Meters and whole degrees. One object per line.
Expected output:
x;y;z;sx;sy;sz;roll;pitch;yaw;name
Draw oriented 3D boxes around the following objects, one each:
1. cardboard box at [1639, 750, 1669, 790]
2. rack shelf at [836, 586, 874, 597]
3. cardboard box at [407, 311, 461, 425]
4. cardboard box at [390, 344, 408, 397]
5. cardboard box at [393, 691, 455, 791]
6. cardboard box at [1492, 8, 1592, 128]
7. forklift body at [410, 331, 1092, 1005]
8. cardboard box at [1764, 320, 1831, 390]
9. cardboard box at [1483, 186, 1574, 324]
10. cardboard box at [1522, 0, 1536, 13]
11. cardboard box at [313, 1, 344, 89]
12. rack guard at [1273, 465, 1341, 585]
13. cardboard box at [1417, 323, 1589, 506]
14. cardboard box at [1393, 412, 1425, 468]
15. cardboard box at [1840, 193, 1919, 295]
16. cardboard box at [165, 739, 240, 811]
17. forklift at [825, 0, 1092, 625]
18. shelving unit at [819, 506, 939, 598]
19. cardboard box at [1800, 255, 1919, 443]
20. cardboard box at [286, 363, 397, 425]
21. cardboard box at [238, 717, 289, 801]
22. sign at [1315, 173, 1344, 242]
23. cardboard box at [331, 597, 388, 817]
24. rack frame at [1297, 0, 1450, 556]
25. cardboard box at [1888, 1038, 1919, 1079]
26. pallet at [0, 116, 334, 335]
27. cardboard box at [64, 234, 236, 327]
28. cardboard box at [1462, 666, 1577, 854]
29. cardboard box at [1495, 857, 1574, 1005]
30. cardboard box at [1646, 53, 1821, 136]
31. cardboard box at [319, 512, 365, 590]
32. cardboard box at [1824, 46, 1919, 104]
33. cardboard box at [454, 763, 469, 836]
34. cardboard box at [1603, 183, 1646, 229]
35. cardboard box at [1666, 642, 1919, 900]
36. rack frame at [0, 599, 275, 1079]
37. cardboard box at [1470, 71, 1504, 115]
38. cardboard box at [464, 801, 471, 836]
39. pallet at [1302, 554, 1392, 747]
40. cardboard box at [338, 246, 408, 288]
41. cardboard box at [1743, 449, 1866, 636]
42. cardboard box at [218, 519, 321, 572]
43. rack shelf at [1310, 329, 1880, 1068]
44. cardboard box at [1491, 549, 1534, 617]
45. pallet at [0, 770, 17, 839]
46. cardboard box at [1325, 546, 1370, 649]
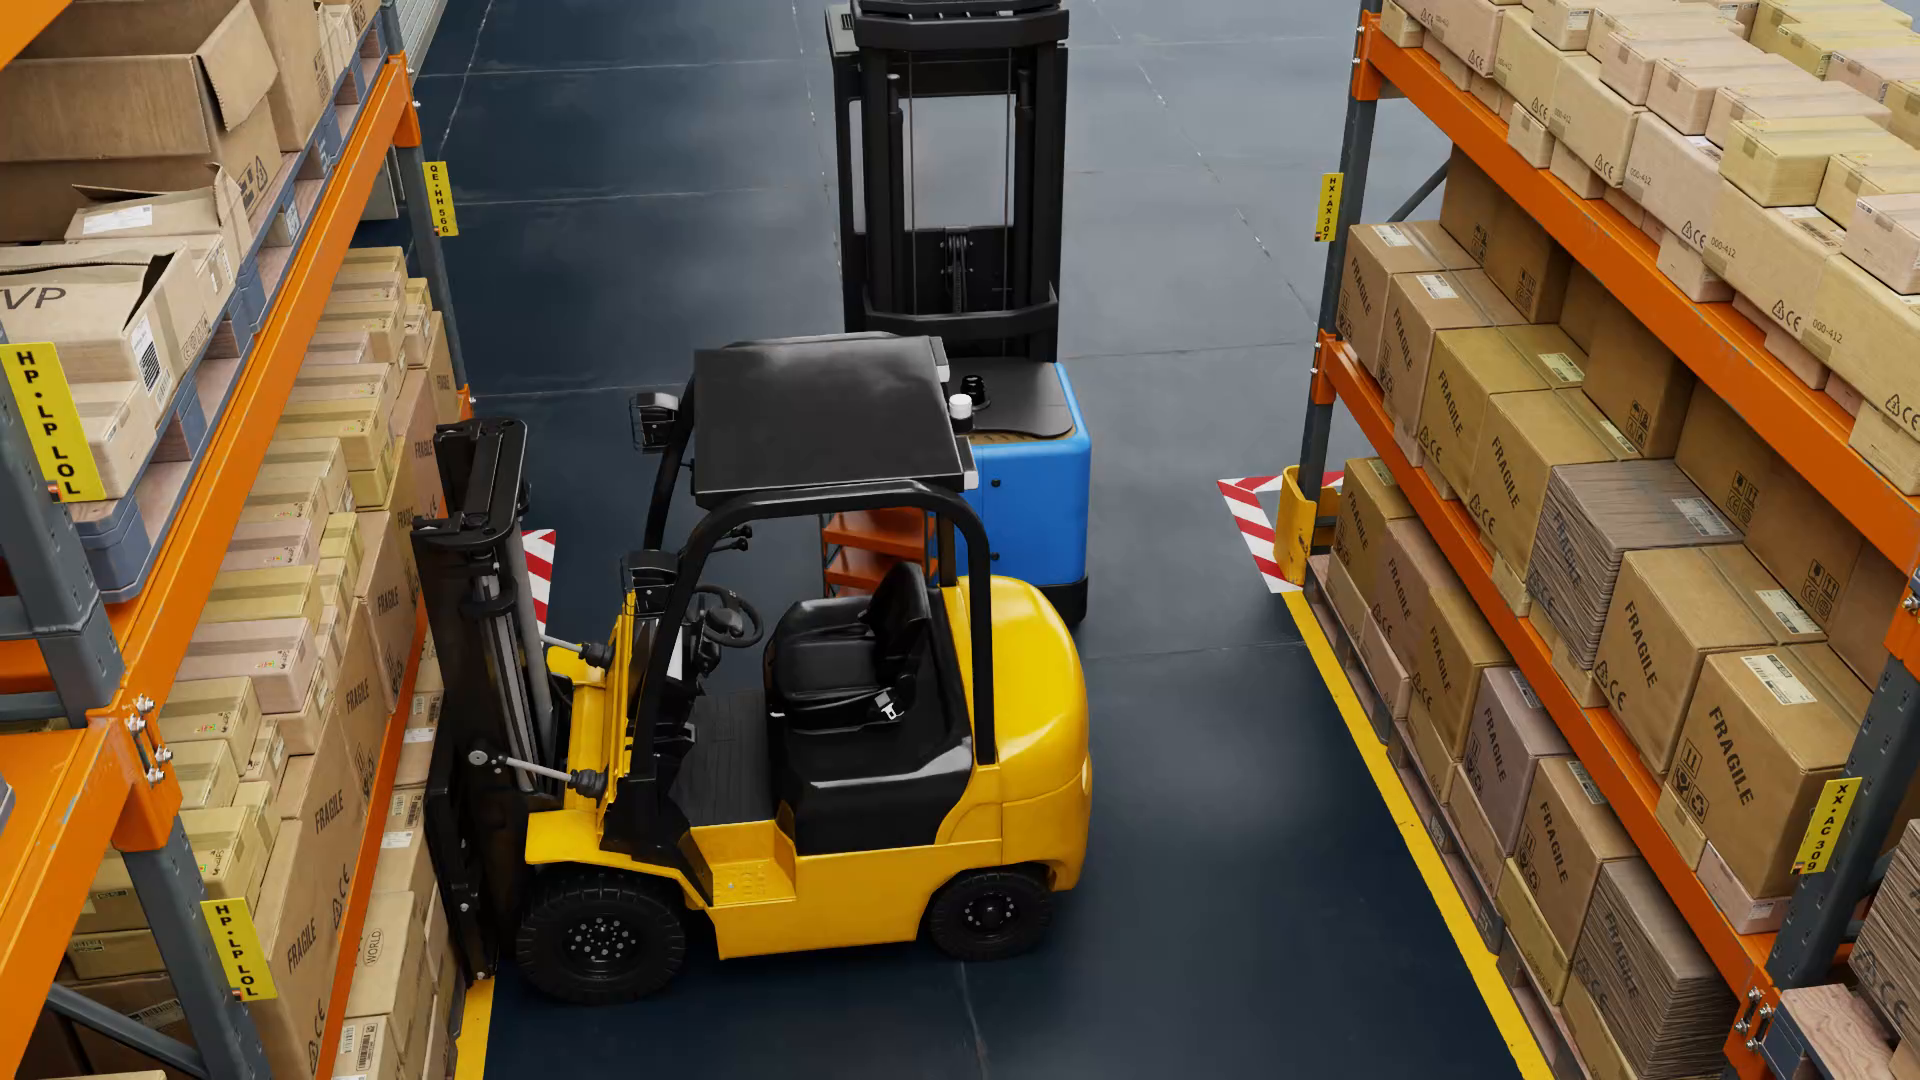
2.405;0.702;5.279;0.380;0.149;0.250;-4;34;-6;cardboard box
-0.343;0.329;7.670;0.480;0.148;0.258;10;36;15;rack shelf
-2.381;-0.596;6.872;0.500;0.500;0.500;-5;35;-7;cardboard box
-2.345;-0.657;6.385;0.380;0.149;0.250;-4;34;-5;cardboard box
-2.124;0.822;6.061;0.500;0.250;0.500;-5;35;-7;cardboard box
2.166;-1.619;5.668;0.500;0.250;0.500;-3;34;-5;cardboard box
-0.645;0.461;6.163;2.313;2.155;1.214;-4;35;-6;forklift body
2.399;-0.533;4.427;0.380;0.149;0.250;-4;34;-6;cardboard box
2.556;-1.213;6.626;0.700;0.500;0.500;-4;34;-6;cardboard box
2.166;-1.879;5.695;0.380;0.149;0.250;-5;35;-7;cardboard box
-2.261;-1.627;5.469;0.396;0.266;0.258;-4;35;-6;cardboard box
2.221;-0.112;8.471;1.175;0.500;0.348;-4;35;-6;rack guard
2.142;-0.493;6.458;0.500;0.500;0.500;-5;35;-7;cardboard box
2.043;-0.439;6.954;0.380;0.149;0.250;-4;34;-6;cardboard box
2.378;-0.720;3.995;0.380;0.149;0.250;-5;35;-8;cardboard box
-2.061;0.652;4.201;0.380;0.149;0.250;-4;34;-6;cardboard box
-0.074;-1.560;8.436;1.130;2.935;3.031;-4;34;-6;forklift
-0.344;0.111;7.518;0.503;1.200;0.258;10;36;15;shelving unit
2.422;-0.483;4.000;0.500;0.250;0.500;-5;35;-7;cardboard box
-2.220;-0.497;5.887;0.380;0.149;0.250;-4;34;-5;cardboard box
-2.051;0.628;4.500;0.380;0.149;0.250;-4;35;-6;cardboard box
1.673;-1.504;7.525;0.100;0.325;0.005;-4;35;-6;sign
-2.126;0.542;5.202;0.500;0.500;0.500;-5;35;-7;cardboard box
2.210;-1.188;7.829;1.000;3.000;0.127;-4;35;-6;rack frame
2.510;1.307;4.018;0.380;0.149;0.250;-4;34;-6;cardboard box
-2.471;-0.934;4.871;1.003;0.211;1.213;-4;35;-6;pallet
-2.032;-0.630;4.109;0.380;0.149;0.250;-3;34;-5;cardboard box
2.263;0.819;6.287;0.500;0.500;0.500;-3;34;-4;cardboard box
2.321;1.401;6.099;0.500;0.250;0.500;-5;35;-8;cardboard box
2.248;-1.300;4.845;0.380;0.149;0.250;-4;34;-6;cardboard box
-2.140;0.051;5.347;0.380;0.149;0.250;-5;35;-7;cardboard box
2.800;-1.344;4.910;0.380;0.149;0.250;-5;35;-7;cardboard box
-2.122;1.041;6.183;0.500;0.250;0.500;-4;35;-7;cardboard box
2.290;-1.114;5.281;0.380;0.149;0.250;-5;35;-7;cardboard box
2.442;0.651;4.778;0.500;0.500;0.500;-5;35;-8;cardboard box
-2.170;1.423;3.999;1.000;3.000;0.127;-4;35;-6;rack frame
2.117;-1.687;6.121;0.380;0.149;0.250;-5;35;-7;cardboard box
-2.123;1.238;6.339;0.500;0.250;0.500;-3;34;-5;cardboard box
2.295;0.463;7.883;1.003;0.211;1.213;-4;35;-6;pallet
-2.451;-1.058;6.710;0.380;0.149;0.250;-4;35;-6;cardboard box
2.857;-0.081;4.965;0.700;0.500;0.500;-4;34;-6;cardboard box
-2.170;0.077;5.044;0.380;0.149;0.250;-5;35;-7;cardboard box
2.479;0.226;6.394;1.077;0.370;4.000;-4;35;-6;rack shelf
2.188;0.140;6.105;0.380;0.149;0.250;-4;34;-6;cardboard box
-2.038;0.753;2.487;0.805;0.209;1.217;-6;35;-8;pallet
2.045;0.246;7.794;0.500;0.250;0.500;-5;35;-7;cardboard box
